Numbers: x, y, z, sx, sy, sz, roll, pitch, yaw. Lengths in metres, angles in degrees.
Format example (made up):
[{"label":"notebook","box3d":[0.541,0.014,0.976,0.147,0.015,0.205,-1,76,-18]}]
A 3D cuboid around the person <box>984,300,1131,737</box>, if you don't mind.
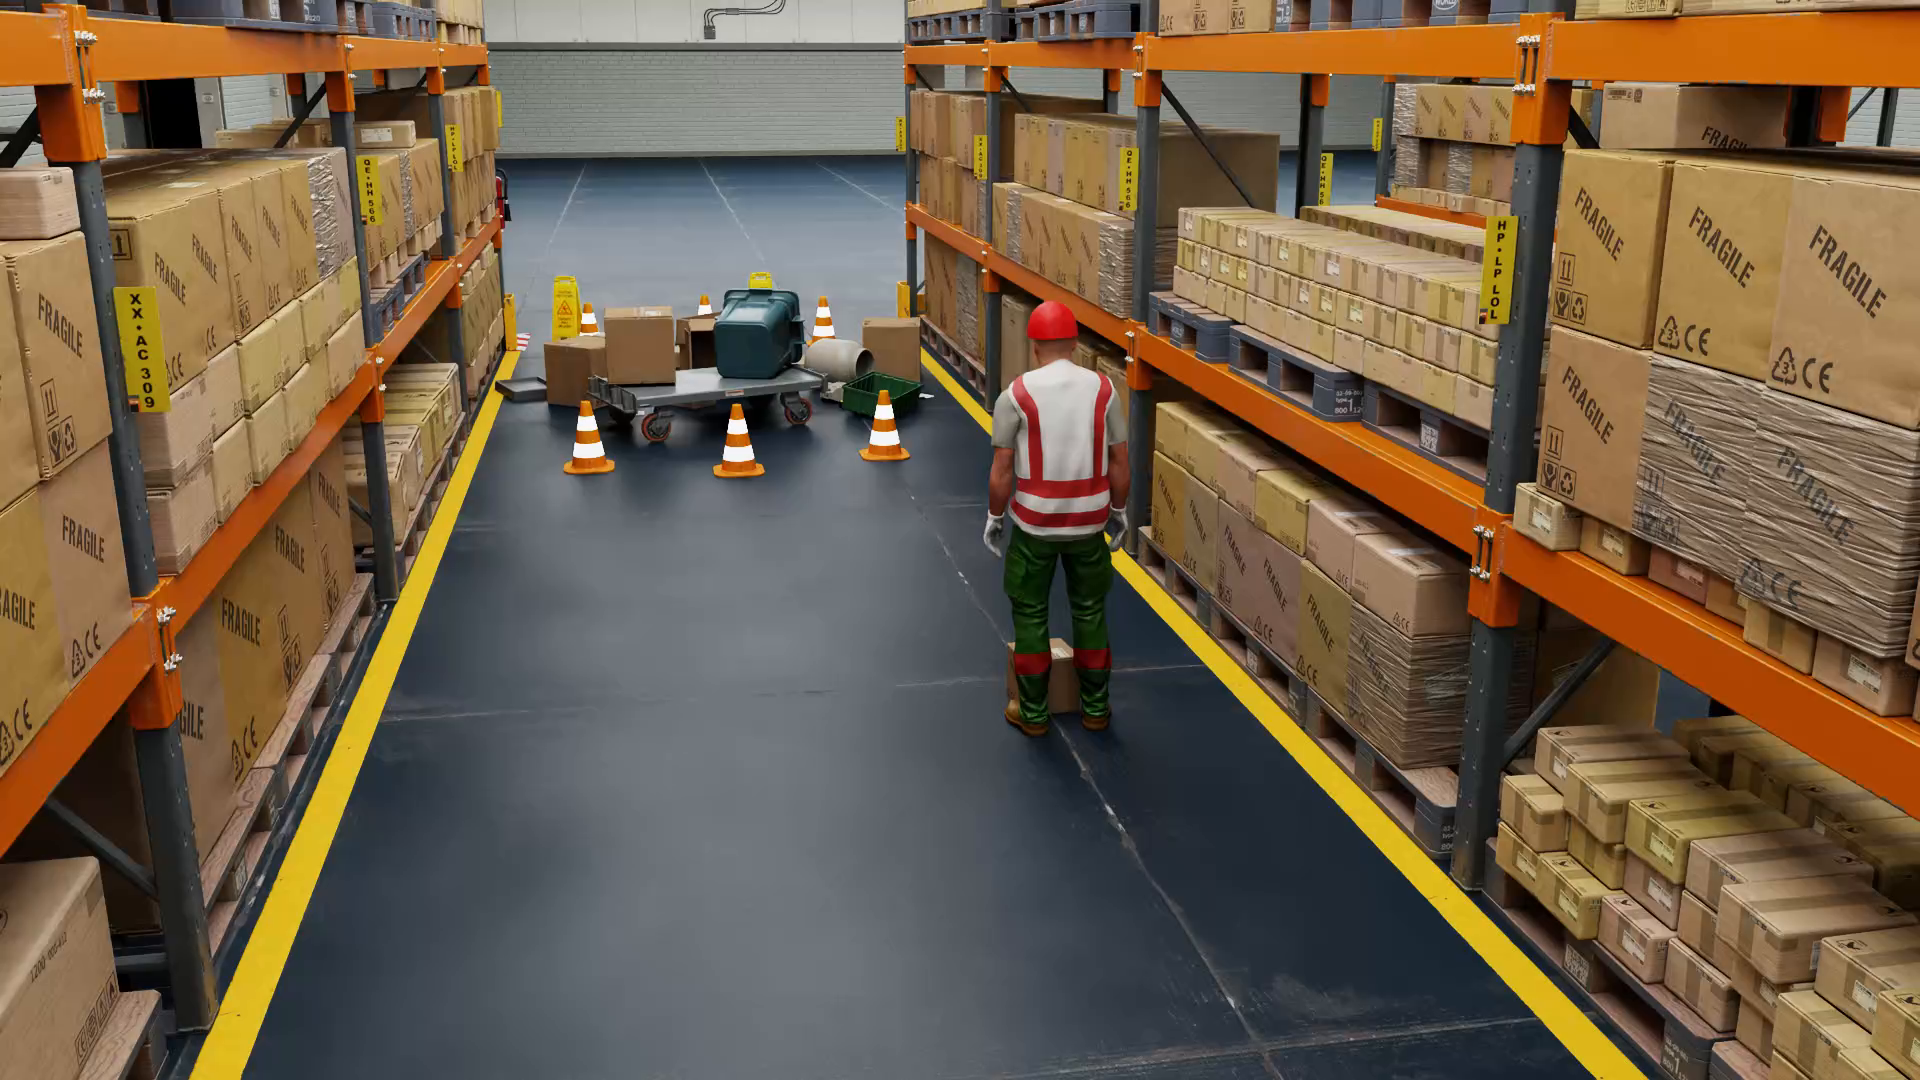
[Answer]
[{"label":"person","box3d":[0.398,-0.077,6.772,0.610,1.779,0.448,-3,16,-10]}]
